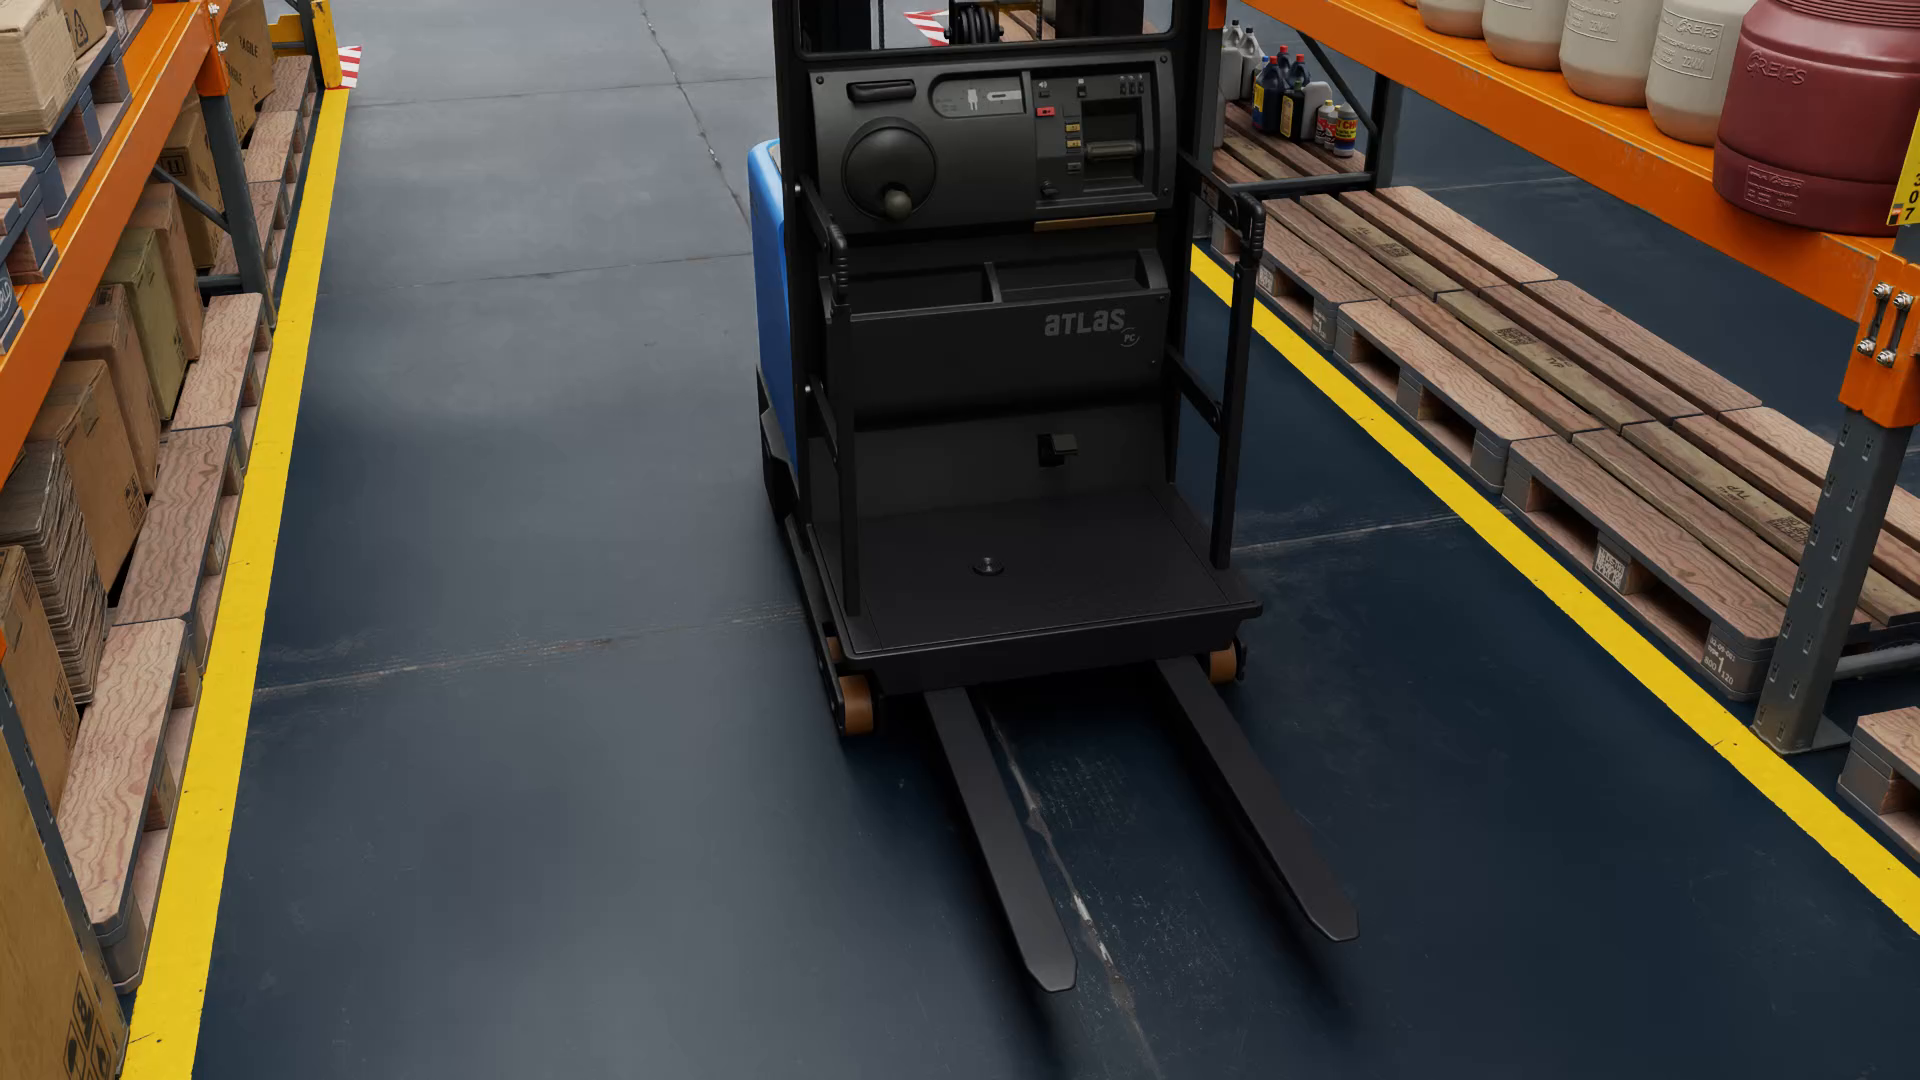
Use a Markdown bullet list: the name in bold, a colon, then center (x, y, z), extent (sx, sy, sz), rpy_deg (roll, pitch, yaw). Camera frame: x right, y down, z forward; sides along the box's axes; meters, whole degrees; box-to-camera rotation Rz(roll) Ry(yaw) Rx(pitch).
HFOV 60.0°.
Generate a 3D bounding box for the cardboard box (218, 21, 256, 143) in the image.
- **cardboard box**: center (-3.832, -2.244, 8.209), extent (0.500, 0.500, 0.500), rpy_deg (-5, 30, -9)

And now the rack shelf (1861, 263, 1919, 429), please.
- **rack shelf**: center (3.108, 0.445, 2.204), extent (1.077, 0.370, 4.000), rpy_deg (-8, 31, -13)

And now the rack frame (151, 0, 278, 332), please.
- **rack frame**: center (-3.260, -2.105, 5.893), extent (1.000, 3.000, 0.127), rpy_deg (-8, 31, -13)

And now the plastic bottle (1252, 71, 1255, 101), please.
- **plastic bottle**: center (1.599, -2.419, 8.789), extent (0.097, 0.201, 0.097), rpy_deg (0, 30, 0)

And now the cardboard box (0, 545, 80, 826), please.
- **cardboard box**: center (-2.395, 0.397, 3.626), extent (0.700, 0.500, 0.500), rpy_deg (-9, 31, -16)

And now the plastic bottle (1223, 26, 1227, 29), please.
- **plastic bottle**: center (1.405, -2.753, 9.292), extent (0.152, 0.276, 0.135), rpy_deg (-8, 31, -13)

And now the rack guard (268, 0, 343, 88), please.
- **rack guard**: center (-4.301, -2.919, 9.793), extent (1.175, 0.500, 0.348), rpy_deg (-8, 31, -13)

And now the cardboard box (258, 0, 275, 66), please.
- **cardboard box**: center (-4.172, -2.833, 9.227), extent (0.500, 0.500, 0.500), rpy_deg (-2, 30, -4)

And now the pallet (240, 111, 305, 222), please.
- **pallet**: center (-3.799, -1.808, 8.164), extent (1.003, 0.211, 1.213), rpy_deg (-8, 31, -13)

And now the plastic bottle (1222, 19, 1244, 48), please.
- **plastic bottle**: center (1.489, -2.639, 9.020), extent (0.144, 0.351, 0.185), rpy_deg (-7, 31, -11)

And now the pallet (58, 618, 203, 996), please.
- **pallet**: center (-2.404, 0.656, 3.906), extent (1.003, 0.211, 1.213), rpy_deg (-8, 31, -13)

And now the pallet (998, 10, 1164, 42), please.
- **pallet**: center (0.730, -3.065, 10.335), extent (1.003, 0.211, 1.213), rpy_deg (-8, 31, -13)

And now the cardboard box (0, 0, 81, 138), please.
- **cardboard box**: center (-2.421, -1.130, 3.939), extent (0.500, 0.250, 0.500), rpy_deg (-9, 31, -15)

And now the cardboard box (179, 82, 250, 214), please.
- **cardboard box**: center (-3.487, -1.679, 7.233), extent (0.500, 0.500, 0.500), rpy_deg (2, 30, 3)

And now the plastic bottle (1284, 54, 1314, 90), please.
- **plastic bottle**: center (1.701, -2.253, 8.353), extent (0.144, 0.351, 0.185), rpy_deg (-7, 31, -12)

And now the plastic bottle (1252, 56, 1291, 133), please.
- **plastic bottle**: center (1.562, -2.234, 8.320), extent (0.144, 0.351, 0.185), rpy_deg (-8, 31, -13)

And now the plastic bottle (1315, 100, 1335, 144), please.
- **plastic bottle**: center (1.800, -2.054, 8.158), extent (0.097, 0.201, 0.097), rpy_deg (0, 30, 0)

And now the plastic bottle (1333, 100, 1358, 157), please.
- **plastic bottle**: center (1.854, -1.986, 7.971), extent (0.097, 0.271, 0.097), rpy_deg (0, 30, 0)

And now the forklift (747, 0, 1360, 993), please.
- **forklift**: center (0.145, -0.963, 3.988), extent (1.130, 2.935, 3.031), rpy_deg (-7, 31, -12)

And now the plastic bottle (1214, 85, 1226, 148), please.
- **plastic bottle**: center (1.206, -2.100, 8.088), extent (0.144, 0.351, 0.185), rpy_deg (-8, 31, -13)

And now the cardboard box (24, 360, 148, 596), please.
- **cardboard box**: center (-2.712, -0.142, 4.557), extent (0.700, 0.500, 0.500), rpy_deg (-5, 30, -9)

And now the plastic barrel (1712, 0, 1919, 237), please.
- **plastic barrel**: center (2.162, -1.075, 3.976), extent (0.600, 0.536, 0.708), rpy_deg (-8, 31, -13)

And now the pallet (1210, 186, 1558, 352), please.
- **pallet**: center (1.762, -1.183, 7.083), extent (1.003, 0.211, 1.213), rpy_deg (-8, 31, -13)

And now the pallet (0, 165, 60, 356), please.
- **pallet**: center (-2.490, -0.420, 3.173), extent (1.213, 0.211, 1.003), rpy_deg (-8, 31, -13)

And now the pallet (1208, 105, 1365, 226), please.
- **pallet**: center (1.378, -1.887, 8.299), extent (1.003, 0.211, 1.213), rpy_deg (-8, 31, -13)

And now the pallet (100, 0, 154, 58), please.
- **pallet**: center (-3.197, -1.634, 5.270), extent (1.003, 0.211, 1.213), rpy_deg (-8, 31, -13)

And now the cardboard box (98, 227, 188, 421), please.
- **cardboard box**: center (-3.009, -0.682, 5.489), extent (0.700, 0.500, 0.500), rpy_deg (-8, 31, -14)

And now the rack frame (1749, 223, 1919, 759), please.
- **rack frame**: center (2.577, -0.832, 3.693), extent (1.000, 3.000, 0.127), rpy_deg (-8, 31, -13)

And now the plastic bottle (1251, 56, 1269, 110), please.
- **plastic bottle**: center (1.576, -2.376, 8.644), extent (0.097, 0.271, 0.097), rpy_deg (0, 30, 0)

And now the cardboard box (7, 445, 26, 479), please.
- **cardboard box**: center (-2.555, -0.181, 3.876), extent (0.500, 0.250, 0.500), rpy_deg (-4, 30, -8)

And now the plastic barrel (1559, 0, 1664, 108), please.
- **plastic barrel**: center (1.987, -1.552, 4.826), extent (0.421, 0.512, 0.421), rpy_deg (0, 30, 0)

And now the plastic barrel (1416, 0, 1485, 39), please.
- **plastic barrel**: center (1.753, -1.977, 5.536), extent (0.433, 0.535, 0.433), rpy_deg (0, 30, 0)

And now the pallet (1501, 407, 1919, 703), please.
- **pallet**: center (2.409, -0.004, 5.047), extent (1.003, 0.211, 1.213), rpy_deg (-8, 31, -13)

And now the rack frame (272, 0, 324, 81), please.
- **rack frame**: center (-4.321, -4.037, 9.231), extent (1.000, 3.000, 0.127), rpy_deg (-8, 31, -13)

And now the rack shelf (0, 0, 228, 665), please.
- **rack shelf**: center (-2.729, -0.828, 4.404), extent (1.077, 0.370, 4.000), rpy_deg (-8, 31, -13)
